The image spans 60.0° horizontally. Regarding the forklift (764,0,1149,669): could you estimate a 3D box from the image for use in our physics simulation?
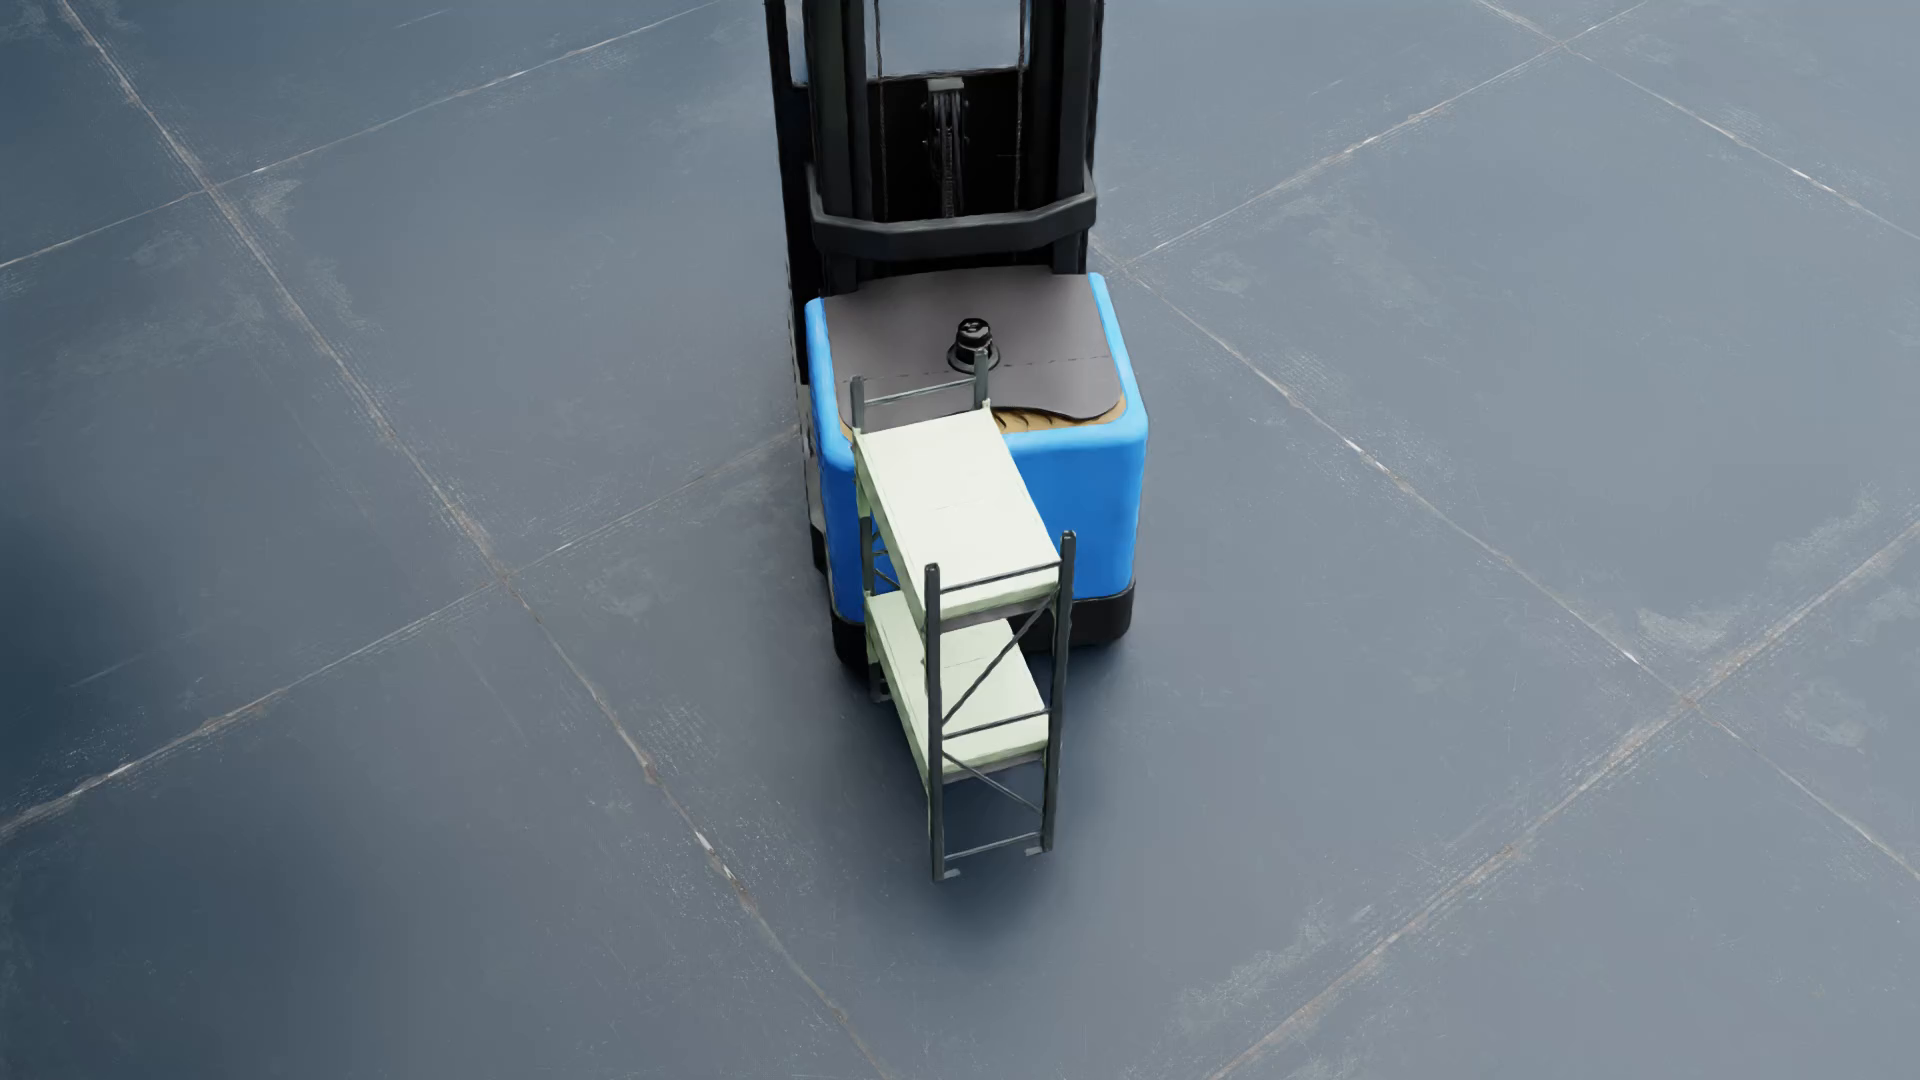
[{"bbox_3d":[-0.115,-1.644,5.762,1.130,2.935,3.031,-6,48,-5],"label":"forklift"}]

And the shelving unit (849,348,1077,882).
[{"bbox_3d":[-0.005,0.270,4.993,0.431,1.500,0.755,-13,49,-12],"label":"shelving unit"}]

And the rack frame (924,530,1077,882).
[{"bbox_3d":[0.104,0.529,4.758,0.400,1.500,0.023,-13,49,-12],"label":"rack frame"}]

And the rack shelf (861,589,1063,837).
[{"bbox_3d":[-0.005,0.489,5.234,0.431,0.370,0.720,-13,49,-12],"label":"rack shelf"}]

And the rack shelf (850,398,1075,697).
[{"bbox_3d":[-0.005,0.008,4.703,0.431,0.370,0.720,-13,49,-12],"label":"rack shelf"}]

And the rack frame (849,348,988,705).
[{"bbox_3d":[-0.115,0.012,5.227,0.400,1.500,0.023,-13,49,-12],"label":"rack frame"}]
